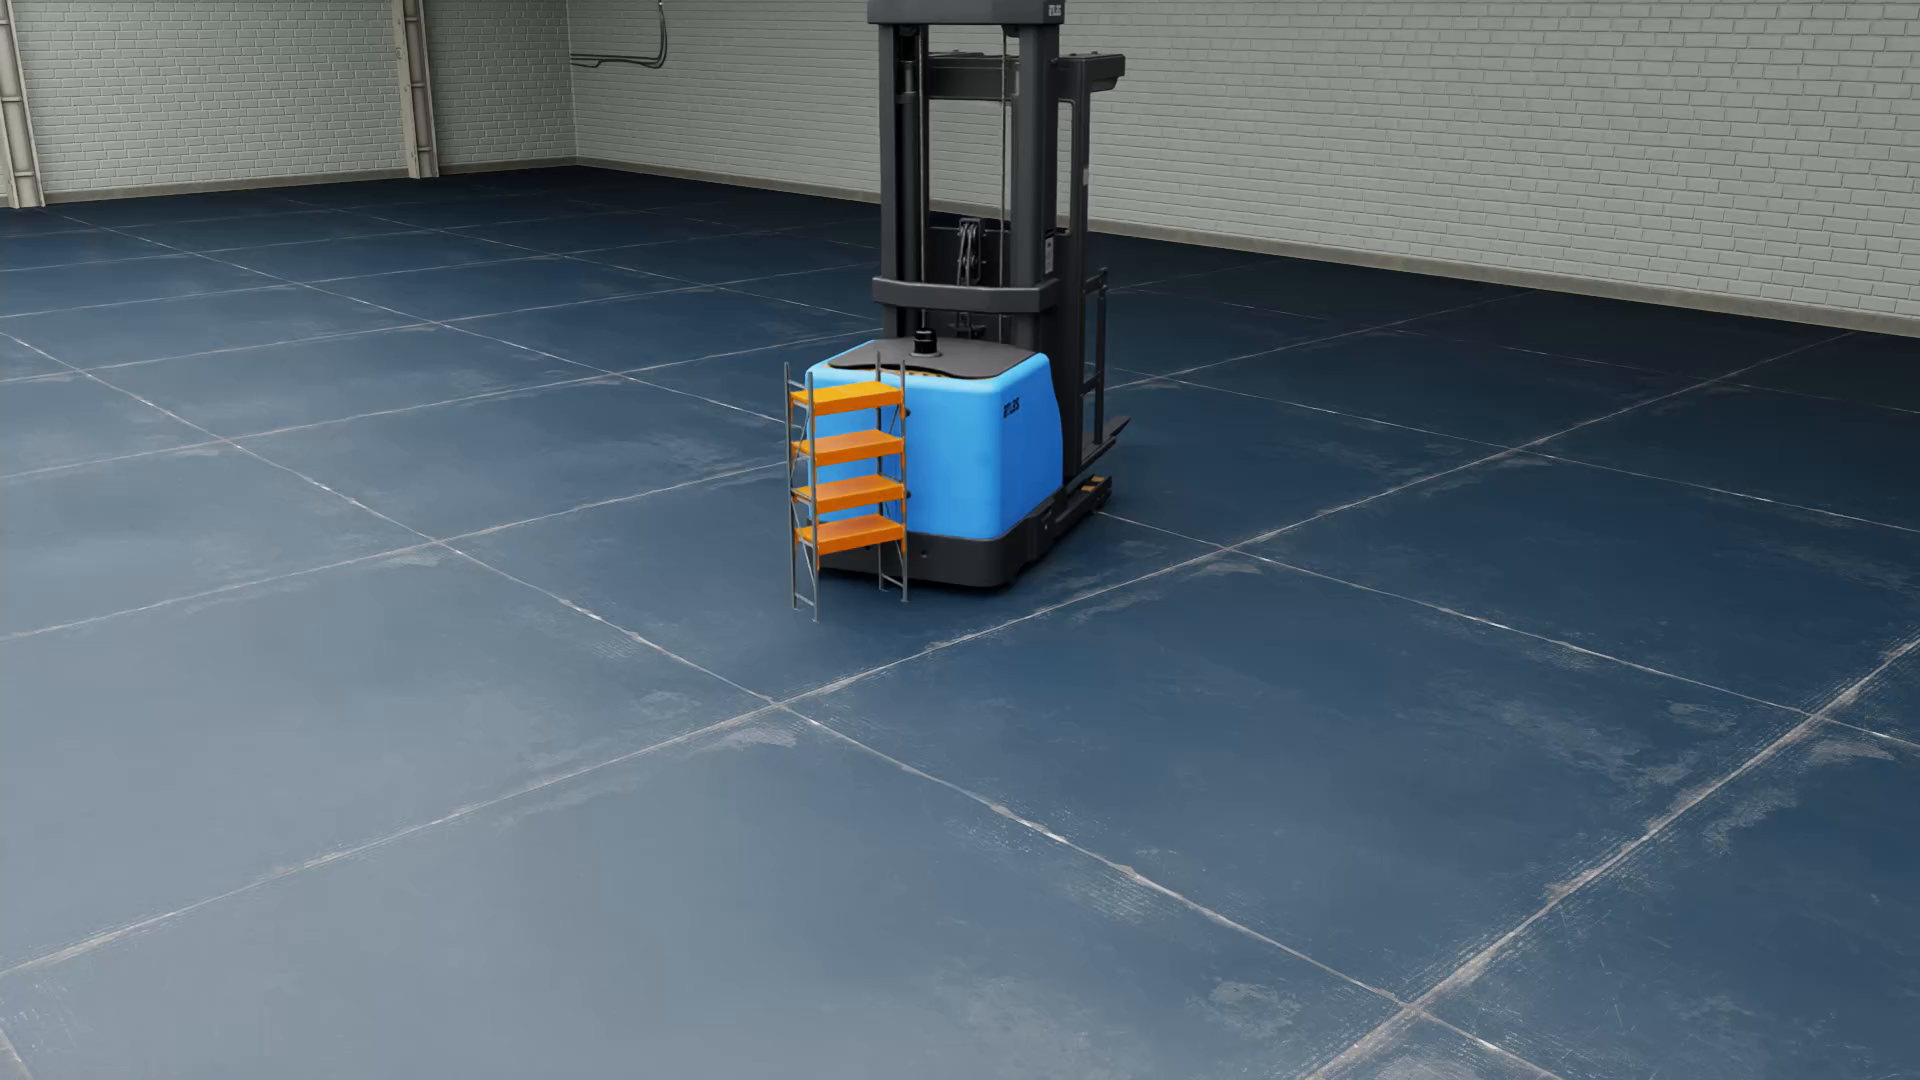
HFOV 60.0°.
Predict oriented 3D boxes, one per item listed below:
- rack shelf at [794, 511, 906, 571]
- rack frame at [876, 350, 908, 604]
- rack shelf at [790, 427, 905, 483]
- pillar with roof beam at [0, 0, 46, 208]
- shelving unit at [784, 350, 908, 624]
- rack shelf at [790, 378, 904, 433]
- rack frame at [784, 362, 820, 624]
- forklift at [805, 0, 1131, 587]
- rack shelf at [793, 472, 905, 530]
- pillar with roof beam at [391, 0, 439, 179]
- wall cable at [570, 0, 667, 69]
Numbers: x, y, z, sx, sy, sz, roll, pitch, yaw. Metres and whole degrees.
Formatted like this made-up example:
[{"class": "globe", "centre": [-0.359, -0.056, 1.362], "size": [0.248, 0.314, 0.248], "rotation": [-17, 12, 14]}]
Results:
[{"class": "rack shelf", "centre": [-0.528, 0.001, 7.897], "size": [0.480, 0.148, 0.258], "rotation": [-12, 21, -32]}, {"class": "rack frame", "centre": [-0.326, -0.294, 7.946], "size": [0.015, 1.200, 0.240], "rotation": [-12, 21, -32]}, {"class": "rack shelf", "centre": [-0.528, -0.400, 7.767], "size": [0.480, 0.148, 0.258], "rotation": [-12, 21, -32]}, {"class": "pillar with roof beam", "centre": [-10.267, -8.048, 19.217], "size": [0.400, 9.000, 9.100], "rotation": [-16, 24, -41]}, {"class": "shelving unit", "centre": [-0.528, -0.252, 7.815], "size": [0.503, 1.200, 0.258], "rotation": [-12, 21, -32]}, {"class": "rack shelf", "centre": [-0.528, -0.625, 7.694], "size": [0.480, 0.148, 0.258], "rotation": [-12, 21, -32]}, {"class": "rack frame", "centre": [-0.730, -0.209, 7.685], "size": [0.015, 1.200, 0.240], "rotation": [-12, 21, -32]}, {"class": "forklift", "centre": [0.235, -1.580, 9.106], "size": [1.130, 2.935, 3.031], "rotation": [7, 19, 20]}, {"class": "rack shelf", "centre": [-0.528, -0.188, 7.836], "size": [0.480, 0.148, 0.258], "rotation": [-12, 21, -32]}, {"class": "pillar with roof beam", "centre": [-5.907, -9.320, 23.139], "size": [0.400, 9.000, 9.100], "rotation": [-16, 24, -41]}, {"class": "wall cable", "centre": [-5.816, -9.135, 27.604], "size": [0.112, 2.526, 3.097], "rotation": [-16, 24, -41]}]
